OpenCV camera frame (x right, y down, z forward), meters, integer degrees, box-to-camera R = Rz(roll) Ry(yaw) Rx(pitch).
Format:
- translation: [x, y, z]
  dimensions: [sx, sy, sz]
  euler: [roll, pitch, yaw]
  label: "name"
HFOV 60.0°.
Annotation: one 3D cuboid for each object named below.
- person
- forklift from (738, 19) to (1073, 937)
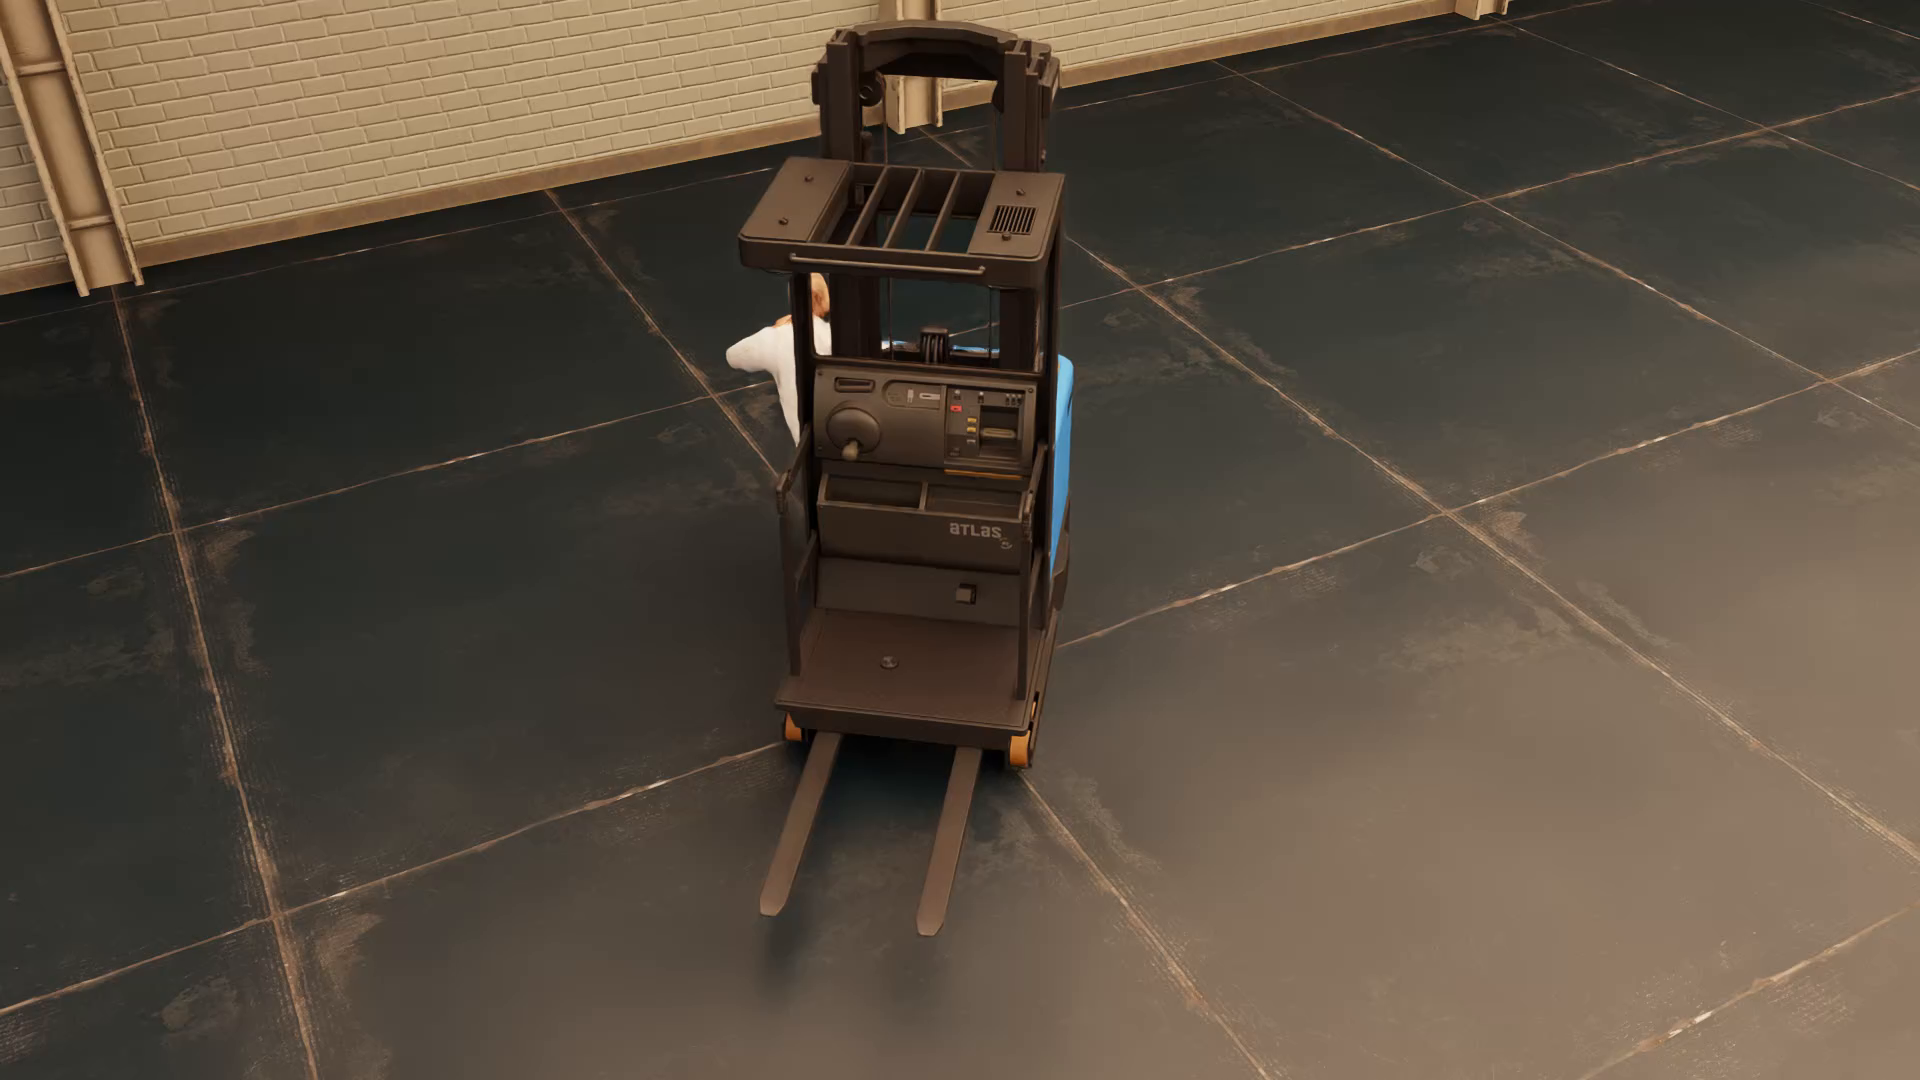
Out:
- translation: [-0.572, -0.640, 8.233]
  dimensions: [1.043, 1.534, 0.928]
  euler: [-13, 37, -17]
  label: "person"
- translation: [-0.182, -0.432, 6.735]
  dimensions: [1.130, 2.935, 3.031]
  euler: [5, 36, 8]
  label: "forklift"
